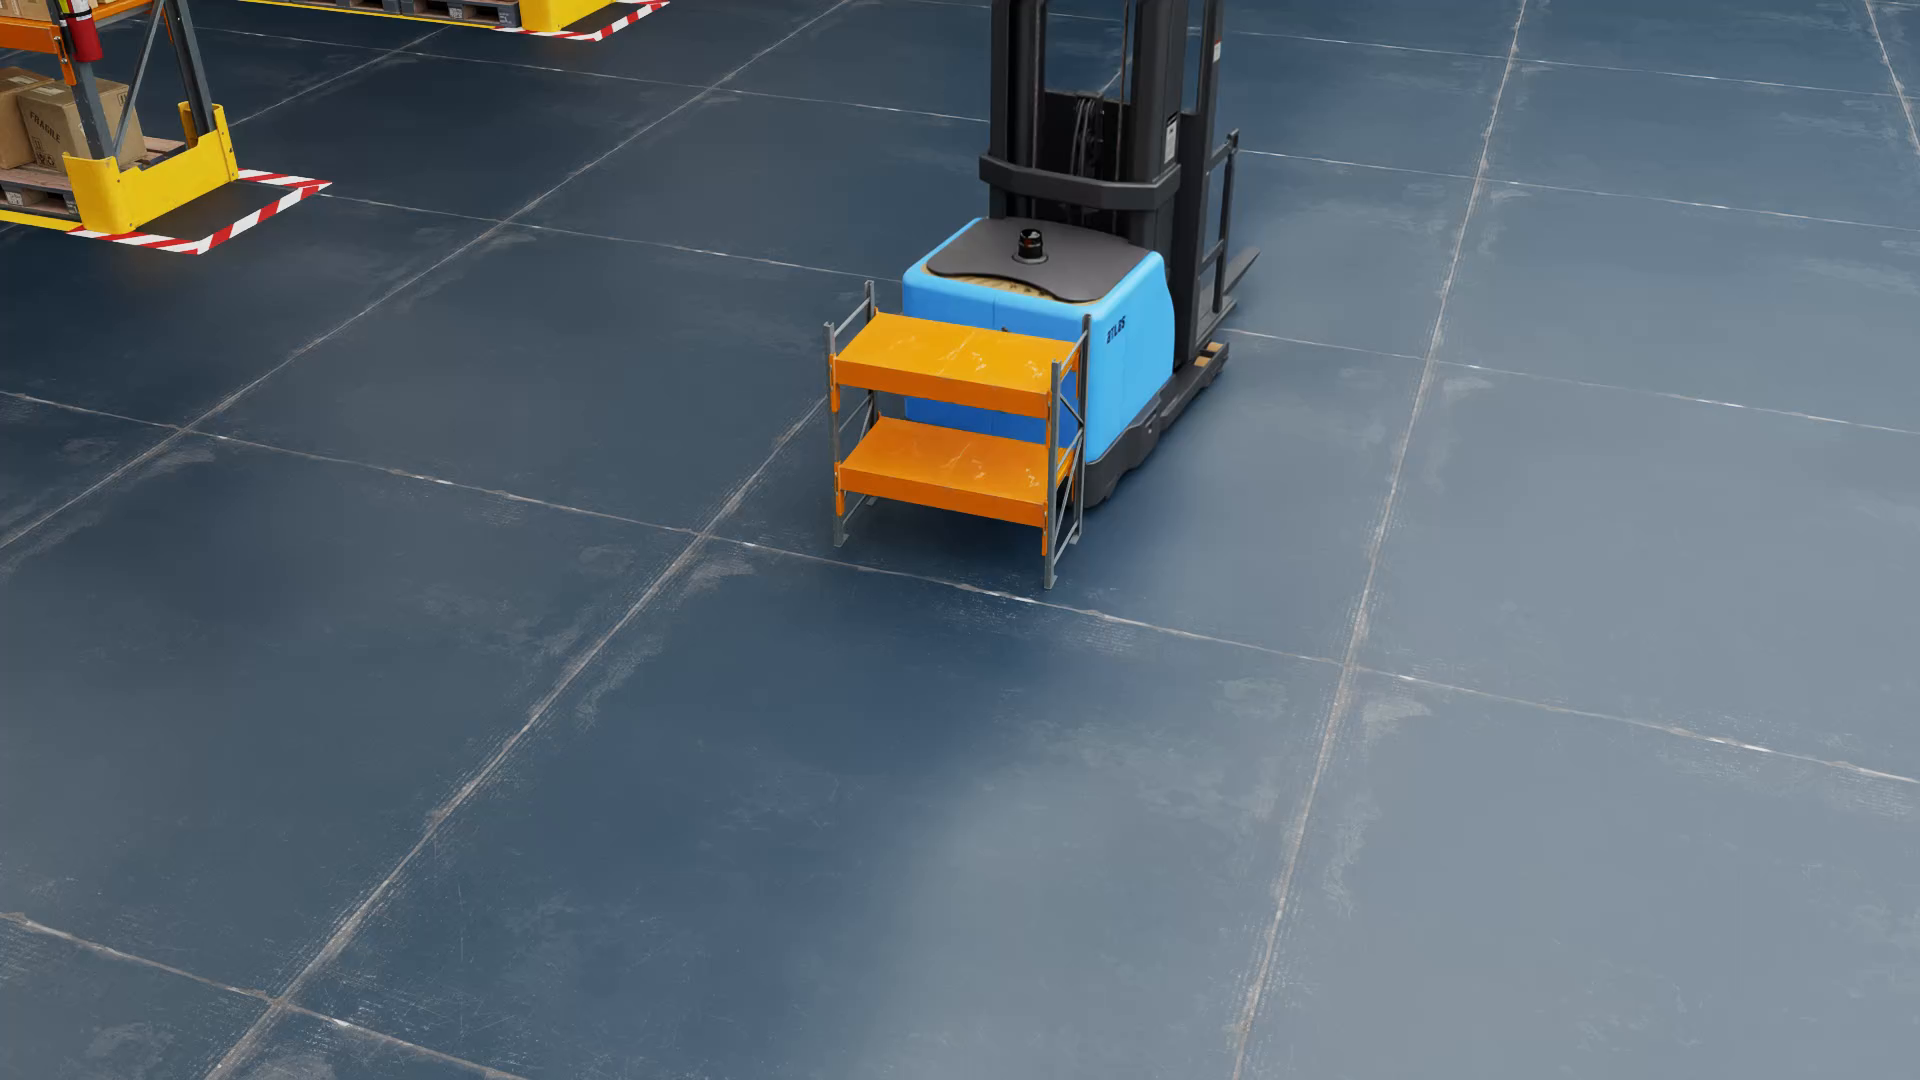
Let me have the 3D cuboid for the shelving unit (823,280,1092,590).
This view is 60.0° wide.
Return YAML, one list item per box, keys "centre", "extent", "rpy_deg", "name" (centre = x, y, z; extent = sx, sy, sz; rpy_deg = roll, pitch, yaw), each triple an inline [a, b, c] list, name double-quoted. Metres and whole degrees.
- centre: [-0.006, -0.474, 7.447]
  extent: [1.048, 1.125, 0.538]
  rpy_deg: [11, 34, 16]
  name: "shelving unit"

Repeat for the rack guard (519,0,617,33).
- centre: [-3.554, -5.012, 15.052]
  extent: [0.348, 0.500, 1.175]
  rpy_deg: [11, 34, 16]
  name: "rack guard"

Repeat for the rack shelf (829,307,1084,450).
- centre: [-0.006, -0.720, 7.288]
  extent: [1.000, 0.278, 0.538]
  rpy_deg: [11, 34, 16]
  name: "rack shelf"

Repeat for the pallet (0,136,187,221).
- centre: [-6.169, -2.562, 11.523]
  extent: [1.213, 0.211, 1.003]
  rpy_deg: [11, 34, 16]
  name: "pallet"

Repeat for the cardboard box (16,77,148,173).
- centre: [-5.927, -2.802, 11.241]
  extent: [0.500, 0.500, 0.500]
  rpy_deg: [18, 37, 25]
  name: "cardboard box"

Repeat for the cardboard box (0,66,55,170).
- centre: [-6.502, -2.894, 11.384]
  extent: [0.500, 0.500, 0.500]
  rpy_deg: [21, 38, 29]
  name: "cardboard box"

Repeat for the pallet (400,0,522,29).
- centre: [-4.356, -5.002, 15.302]
  extent: [1.213, 0.211, 1.003]
  rpy_deg: [11, 34, 16]
  name: "pallet"

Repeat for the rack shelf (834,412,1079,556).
- centre: [-0.006, -0.268, 7.579]
  extent: [1.000, 0.278, 0.538]
  rpy_deg: [11, 34, 16]
  name: "rack shelf"

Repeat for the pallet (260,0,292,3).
- centre: [-6.653, -5.448, 15.994]
  extent: [1.213, 0.211, 1.003]
  rpy_deg: [11, 34, 16]
  name: "pallet"

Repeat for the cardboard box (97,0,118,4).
- centre: [-5.533, -3.621, 10.824]
  extent: [0.250, 0.149, 0.380]
  rpy_deg: [11, 34, 16]
  name: "cardboard box"

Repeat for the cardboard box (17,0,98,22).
- centre: [-5.683, -3.394, 10.473]
  extent: [0.250, 0.149, 0.380]
  rpy_deg: [11, 34, 16]
  name: "cardboard box"

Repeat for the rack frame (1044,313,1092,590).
- centre: [0.472, -0.381, 7.303]
  extent: [0.032, 1.125, 0.500]
  rpy_deg: [11, 34, 16]
  name: "rack frame"

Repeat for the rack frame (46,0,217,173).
- centre: [-5.345, -3.553, 10.487]
  extent: [0.127, 3.000, 1.000]
  rpy_deg: [11, 34, 16]
  name: "rack frame"

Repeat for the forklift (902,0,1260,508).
- centre: [0.832, -2.161, 8.395]
  extent: [1.130, 2.935, 3.031]
  rpy_deg: [15, 36, 22]
  name: "forklift"

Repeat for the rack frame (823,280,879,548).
- centre: [-0.485, -0.567, 7.591]
  extent: [0.032, 1.125, 0.500]
  rpy_deg: [11, 34, 16]
  name: "rack frame"

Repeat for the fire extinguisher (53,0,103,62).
- centre: [-5.393, -3.264, 10.111]
  extent: [0.183, 0.674, 0.296]
  rpy_deg: [11, 34, 16]
  name: "fire extinguisher"

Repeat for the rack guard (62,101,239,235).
- centre: [-5.417, -2.516, 11.187]
  extent: [0.348, 0.500, 1.175]
  rpy_deg: [11, 34, 16]
  name: "rack guard"

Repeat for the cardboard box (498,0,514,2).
- centre: [-4.237, -5.441, 14.983]
  extent: [0.875, 0.875, 0.875]
  rpy_deg: [11, 35, 17]
  name: "cardboard box"

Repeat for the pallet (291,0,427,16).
- centre: [-5.500, -5.226, 15.649]
  extent: [1.213, 0.211, 1.003]
  rpy_deg: [11, 34, 16]
  name: "pallet"

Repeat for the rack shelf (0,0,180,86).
- centre: [-7.228, -3.616, 11.249]
  extent: [4.000, 0.370, 1.077]
  rpy_deg: [11, 34, 16]
  name: "rack shelf"

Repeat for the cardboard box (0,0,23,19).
- centre: [-5.918, -3.440, 10.544]
  extent: [0.250, 0.149, 0.380]
  rpy_deg: [11, 34, 16]
  name: "cardboard box"
